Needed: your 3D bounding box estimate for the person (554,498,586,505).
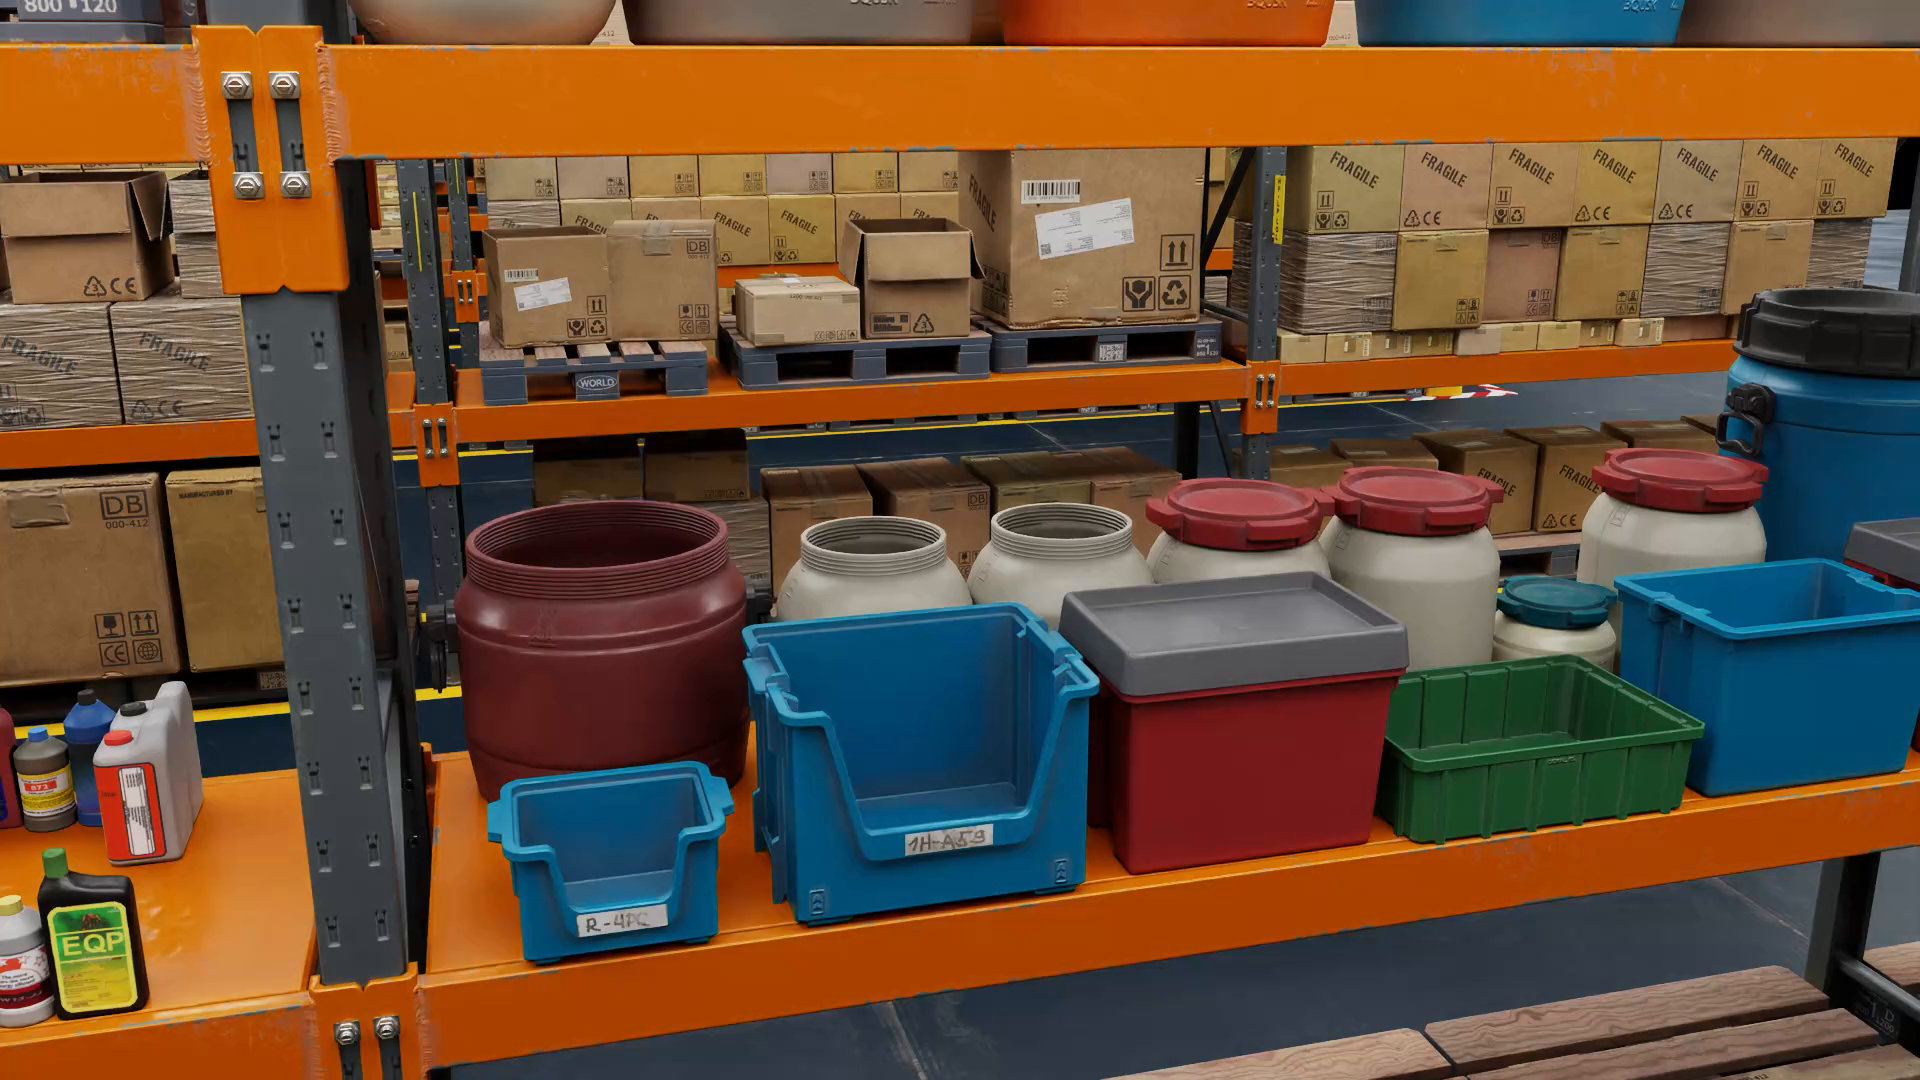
[{"bbox_3d":[-1.179,0.394,6.320,0.697,1.188,0.495,-4,17,-15],"label":"person"}]
